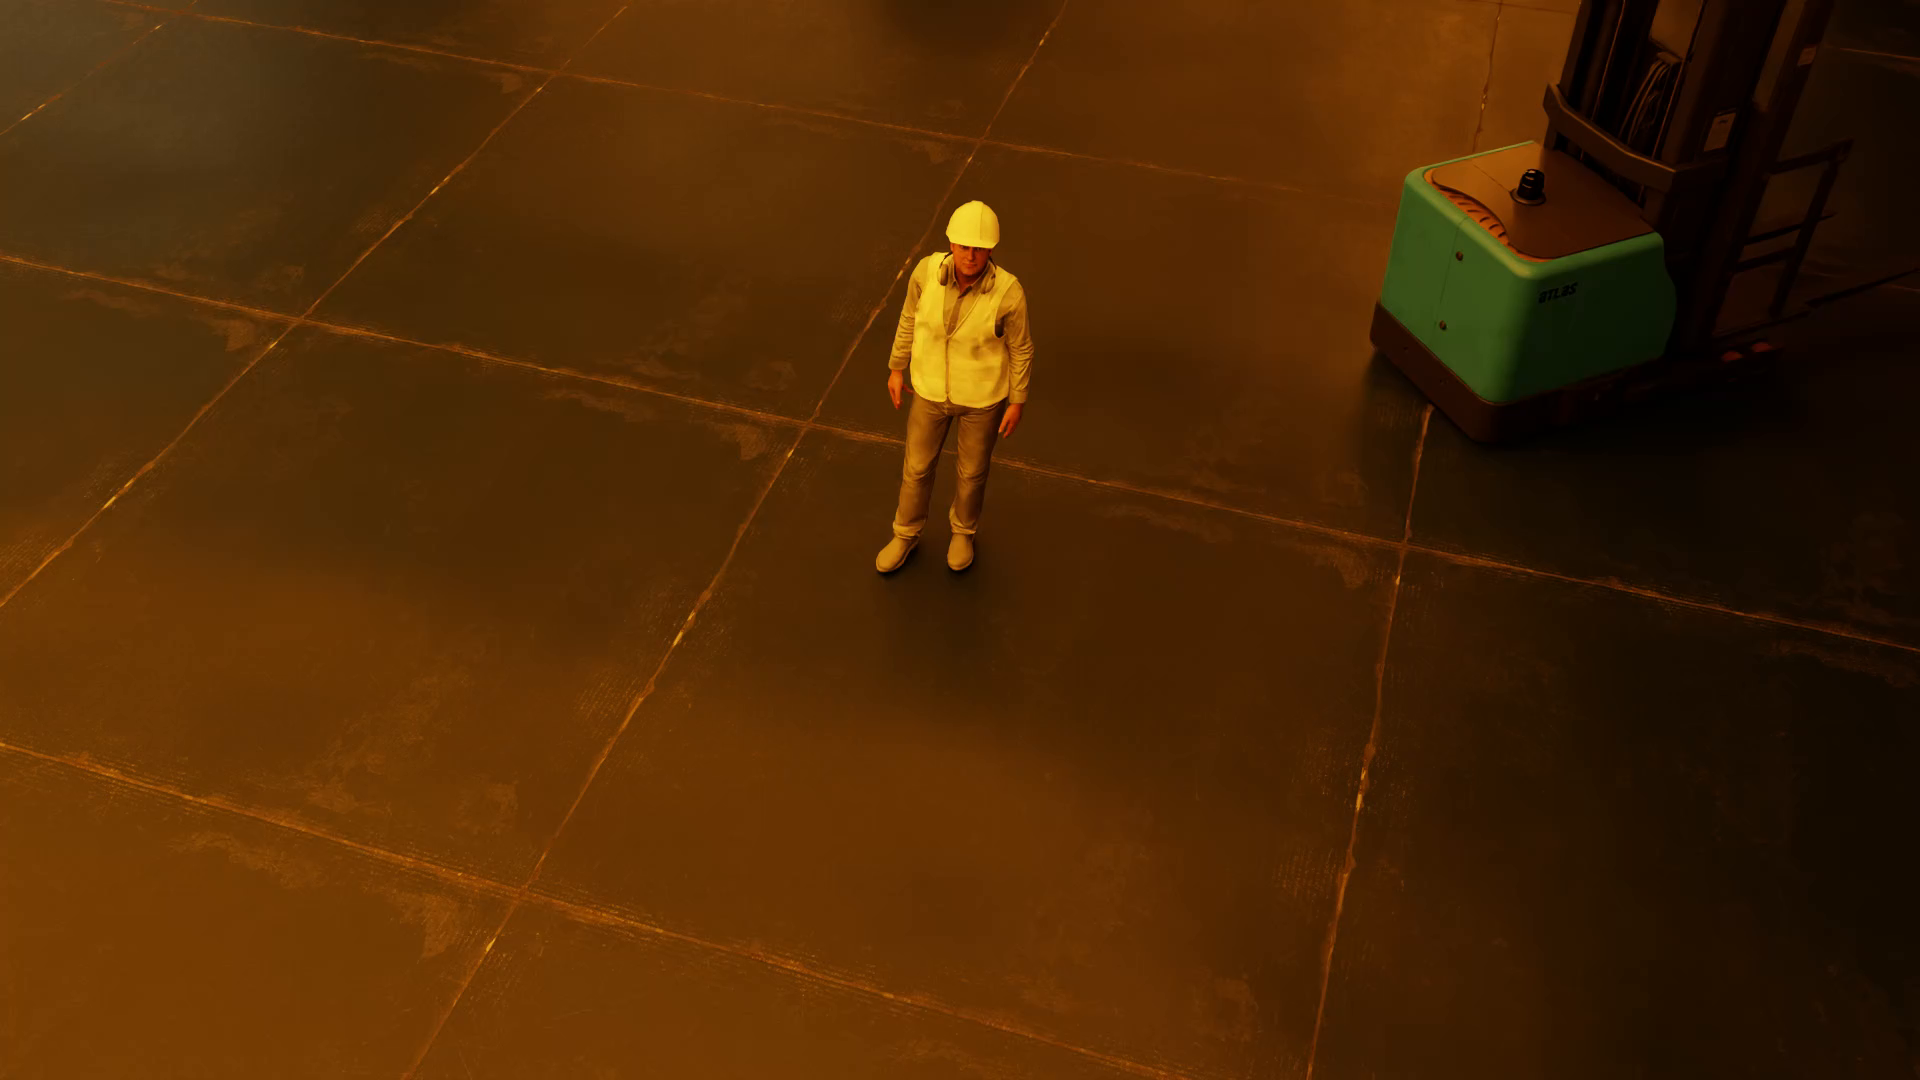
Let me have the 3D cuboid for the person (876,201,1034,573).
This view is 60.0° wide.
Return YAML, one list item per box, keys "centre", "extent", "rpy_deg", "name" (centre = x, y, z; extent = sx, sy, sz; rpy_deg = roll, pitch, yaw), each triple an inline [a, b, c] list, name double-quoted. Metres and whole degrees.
- centre: [-0.027, -0.616, 7.190]
  extent: [0.632, 1.773, 0.568]
  rpy_deg: [12, 44, 13]
  name: "person"

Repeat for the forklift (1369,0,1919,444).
- centre: [3.755, -2.215, 8.070]
  extent: [3.031, 2.935, 1.130]
  rpy_deg: [-16, 45, -17]
  name: "forklift"
